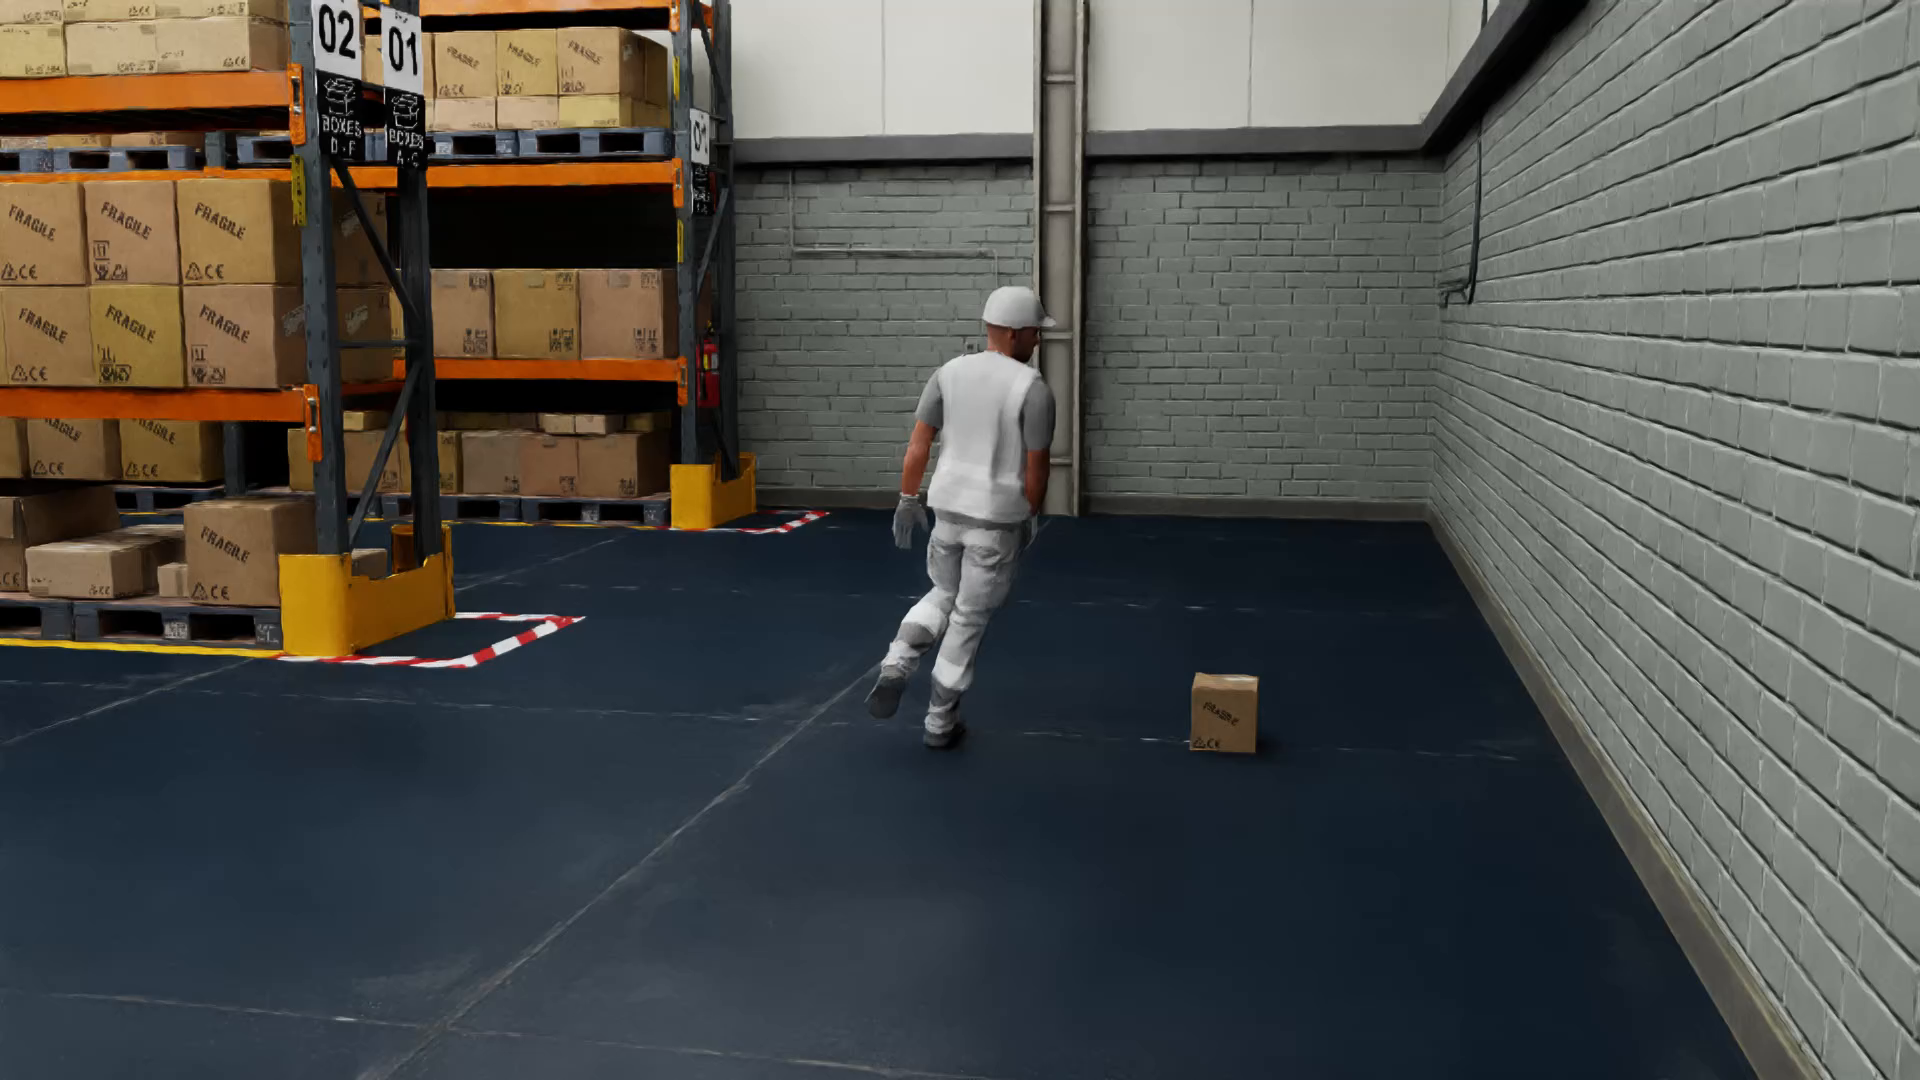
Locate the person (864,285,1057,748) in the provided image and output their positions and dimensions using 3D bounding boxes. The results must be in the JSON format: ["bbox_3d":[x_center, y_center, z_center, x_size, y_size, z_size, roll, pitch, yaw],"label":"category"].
[{"bbox_3d":[0.027,-0.074,6.308,0.731,1.761,0.519,4,9,28],"label":"person"}]
